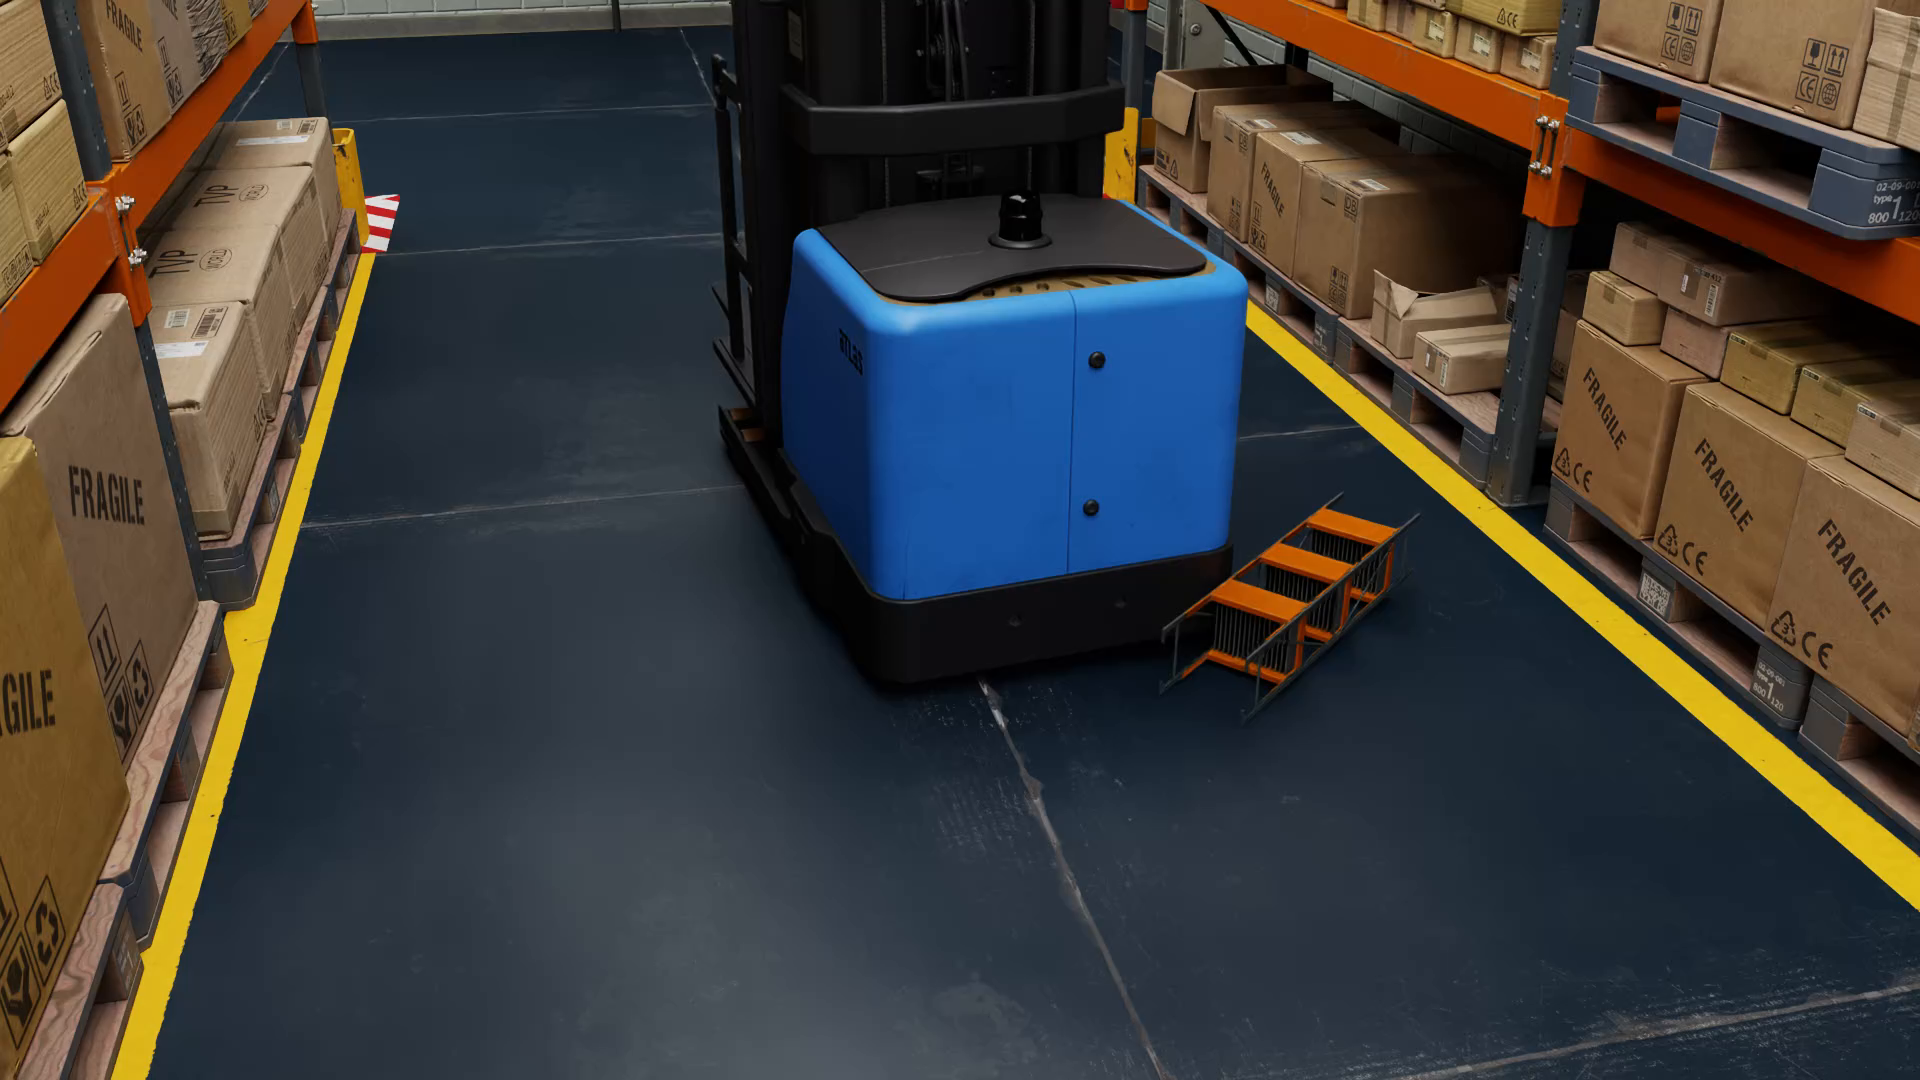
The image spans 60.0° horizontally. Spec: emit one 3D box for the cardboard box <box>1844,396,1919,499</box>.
[{"bbox_3d":[2.373,-0.232,3.969,0.380,0.149,0.250,-6,27,-12],"label":"cardboard box"}]

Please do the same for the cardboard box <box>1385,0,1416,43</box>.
[{"bbox_3d":[1.737,-1.857,5.879,0.380,0.149,0.250,-5,27,-10],"label":"cardboard box"}]

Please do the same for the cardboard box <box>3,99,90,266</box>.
[{"bbox_3d":[-2.239,-0.769,3.611,0.500,0.250,0.500,-7,28,-13],"label":"cardboard box"}]

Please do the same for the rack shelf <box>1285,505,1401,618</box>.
[{"bbox_3d":[1.107,0.067,4.846,0.240,0.215,0.259,19,32,33],"label":"rack shelf"}]

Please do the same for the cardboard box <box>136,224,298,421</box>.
[{"bbox_3d":[-2.825,-0.731,5.746,0.875,0.438,0.875,-7,28,-13],"label":"cardboard box"}]

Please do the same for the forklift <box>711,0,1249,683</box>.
[{"bbox_3d":[-0.207,-1.579,5.125,1.130,2.935,3.031,-9,28,-17],"label":"forklift"}]

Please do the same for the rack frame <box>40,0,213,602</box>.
[{"bbox_3d":[-2.586,-1.007,3.917,1.000,3.000,0.127,-6,27,-12],"label":"rack frame"}]

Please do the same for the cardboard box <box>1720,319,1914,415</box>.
[{"bbox_3d":[2.278,-0.465,4.430,0.380,0.149,0.250,-7,28,-14],"label":"cardboard box"}]

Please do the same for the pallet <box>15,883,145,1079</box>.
[{"bbox_3d":[-2.060,1.105,2.826,1.003,0.211,1.213,-6,27,-12],"label":"pallet"}]

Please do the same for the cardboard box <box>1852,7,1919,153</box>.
[{"bbox_3d":[2.189,-0.992,3.569,0.396,0.266,0.258,-5,27,-9],"label":"cardboard box"}]

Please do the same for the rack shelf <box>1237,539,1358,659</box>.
[{"bbox_3d":[0.935,0.168,4.644,0.240,0.215,0.259,19,32,33],"label":"rack shelf"}]

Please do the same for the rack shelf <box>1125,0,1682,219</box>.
[{"bbox_3d":[1.799,-2.070,6.821,1.077,0.370,4.000,-6,27,-12],"label":"rack shelf"}]

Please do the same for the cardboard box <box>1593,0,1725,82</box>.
[{"bbox_3d":[2.140,-1.510,4.336,0.700,0.500,0.500,-5,27,-10],"label":"cardboard box"}]

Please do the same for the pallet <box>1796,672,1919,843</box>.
[{"bbox_3d":[2.748,0.622,3.784,1.003,0.211,1.213,-6,27,-12],"label":"pallet"}]

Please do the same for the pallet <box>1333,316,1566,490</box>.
[{"bbox_3d":[2.096,-0.570,6.145,1.003,0.211,1.213,-6,27,-12],"label":"pallet"}]

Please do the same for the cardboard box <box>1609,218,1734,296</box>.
[{"bbox_3d":[2.130,-0.829,4.821,0.380,0.149,0.250,-6,27,-12],"label":"cardboard box"}]

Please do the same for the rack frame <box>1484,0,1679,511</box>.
[{"bbox_3d":[2.249,-1.513,4.919,1.000,3.000,0.127,-6,27,-12],"label":"rack frame"}]

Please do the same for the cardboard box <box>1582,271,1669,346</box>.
[{"bbox_3d":[2.071,-0.690,4.876,0.380,0.149,0.250,-5,27,-9],"label":"cardboard box"}]

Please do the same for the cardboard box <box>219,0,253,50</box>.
[{"bbox_3d":[-2.768,-1.951,5.676,0.500,0.500,0.500,-5,27,-10],"label":"cardboard box"}]

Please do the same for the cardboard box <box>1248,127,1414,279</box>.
[{"bbox_3d":[1.570,-1.441,7.084,0.500,0.500,0.500,-5,27,-11],"label":"cardboard box"}]

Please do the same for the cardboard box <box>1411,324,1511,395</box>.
[{"bbox_3d":[1.838,-0.643,5.892,0.380,0.149,0.250,-7,28,-13],"label":"cardboard box"}]

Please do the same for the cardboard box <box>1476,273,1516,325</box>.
[{"bbox_3d":[2.233,-0.932,6.466,0.380,0.149,0.250,-6,27,-12],"label":"cardboard box"}]

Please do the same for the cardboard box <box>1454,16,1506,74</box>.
[{"bbox_3d":[1.852,-1.627,5.424,0.380,0.149,0.250,-5,27,-10],"label":"cardboard box"}]

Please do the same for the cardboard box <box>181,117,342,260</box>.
[{"bbox_3d":[-3.241,-1.528,7.325,0.875,0.438,0.875,-7,28,-13],"label":"cardboard box"}]

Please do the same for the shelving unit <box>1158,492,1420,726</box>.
[{"bbox_3d":[0.941,0.164,4.652,0.252,0.215,1.050,19,32,33],"label":"shelving unit"}]

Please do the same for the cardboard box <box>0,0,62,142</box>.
[{"bbox_3d":[-2.250,-0.995,3.504,0.500,0.250,0.500,-6,27,-12],"label":"cardboard box"}]

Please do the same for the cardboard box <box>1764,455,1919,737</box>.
[{"bbox_3d":[2.377,0.103,4.025,0.500,0.500,0.500,-7,28,-13],"label":"cardboard box"}]

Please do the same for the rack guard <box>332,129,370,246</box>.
[{"bbox_3d":[-3.493,-1.658,7.980,1.175,0.500,0.348,-6,27,-12],"label":"rack guard"}]

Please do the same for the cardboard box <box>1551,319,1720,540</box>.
[{"bbox_3d":[2.139,-0.349,4.922,0.500,0.500,0.500,-5,27,-9],"label":"cardboard box"}]

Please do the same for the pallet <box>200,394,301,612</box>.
[{"bbox_3d":[-2.681,-0.104,5.223,1.003,0.211,1.213,-6,27,-12],"label":"pallet"}]

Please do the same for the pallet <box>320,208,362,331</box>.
[{"bbox_3d":[-3.231,-1.175,7.345,1.003,0.211,1.213,-6,27,-12],"label":"pallet"}]

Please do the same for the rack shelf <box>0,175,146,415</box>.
[{"bbox_3d":[-2.135,0.192,2.340,1.077,0.370,4.000,-6,27,-12],"label":"rack shelf"}]

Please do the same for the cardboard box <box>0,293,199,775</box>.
[{"bbox_3d":[-2.368,0.018,3.778,0.875,0.875,0.875,-5,27,-10],"label":"cardboard box"}]

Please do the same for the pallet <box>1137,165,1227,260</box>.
[{"bbox_3d":[1.546,-1.641,8.267,1.003,0.211,1.213,-6,27,-12],"label":"pallet"}]

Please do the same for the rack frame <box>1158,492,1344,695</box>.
[{"bbox_3d":[0.844,0.131,4.718,0.008,0.200,1.050,19,32,33],"label":"rack frame"}]

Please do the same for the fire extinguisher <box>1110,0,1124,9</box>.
[{"bbox_3d":[0.864,-3.086,8.534,0.296,0.674,0.183,-6,27,-12],"label":"fire extinguisher"}]

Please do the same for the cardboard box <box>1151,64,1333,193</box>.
[{"bbox_3d":[1.393,-2.064,8.315,0.797,0.503,0.637,-7,28,-14],"label":"cardboard box"}]

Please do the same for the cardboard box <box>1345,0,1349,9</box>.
[{"bbox_3d":[1.703,-2.091,6.342,0.380,0.149,0.250,-6,27,-11],"label":"cardboard box"}]

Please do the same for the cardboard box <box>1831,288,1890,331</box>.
[{"bbox_3d":[2.678,-0.627,4.751,0.380,0.149,0.250,-6,27,-12],"label":"cardboard box"}]

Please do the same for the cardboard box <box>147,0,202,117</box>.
[{"bbox_3d":[-2.546,-1.506,4.794,0.500,0.500,0.500,-6,27,-11],"label":"cardboard box"}]

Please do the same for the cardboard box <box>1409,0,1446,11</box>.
[{"bbox_3d":[1.770,-1.996,5.712,0.500,0.250,0.500,-6,27,-11],"label":"cardboard box"}]
